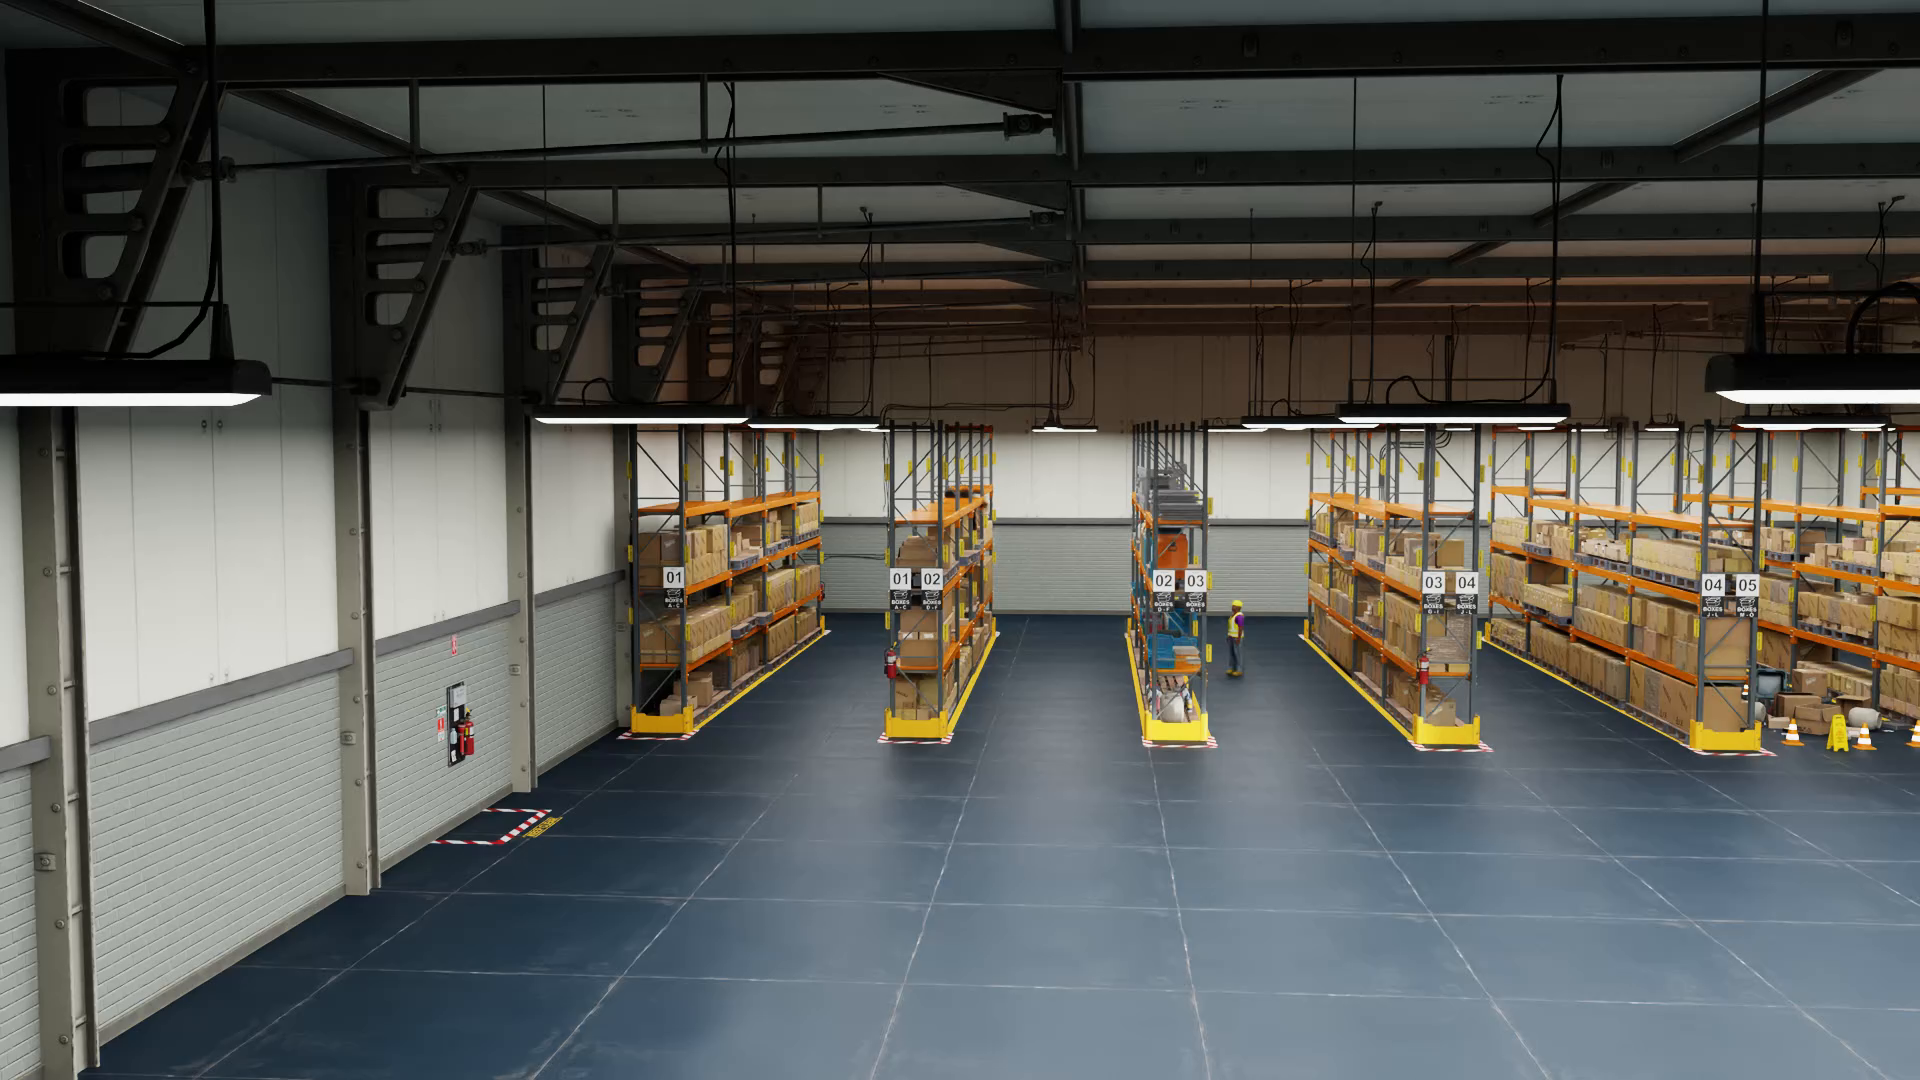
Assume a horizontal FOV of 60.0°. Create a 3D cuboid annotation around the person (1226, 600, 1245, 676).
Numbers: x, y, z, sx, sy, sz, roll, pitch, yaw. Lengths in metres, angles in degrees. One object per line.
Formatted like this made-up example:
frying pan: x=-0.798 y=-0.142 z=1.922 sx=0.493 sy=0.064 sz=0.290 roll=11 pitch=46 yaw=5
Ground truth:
person: x=6.573 y=2.321 z=39.672 sx=0.412 sy=1.771 sz=0.618 roll=-1 pitch=4 yaw=-22
